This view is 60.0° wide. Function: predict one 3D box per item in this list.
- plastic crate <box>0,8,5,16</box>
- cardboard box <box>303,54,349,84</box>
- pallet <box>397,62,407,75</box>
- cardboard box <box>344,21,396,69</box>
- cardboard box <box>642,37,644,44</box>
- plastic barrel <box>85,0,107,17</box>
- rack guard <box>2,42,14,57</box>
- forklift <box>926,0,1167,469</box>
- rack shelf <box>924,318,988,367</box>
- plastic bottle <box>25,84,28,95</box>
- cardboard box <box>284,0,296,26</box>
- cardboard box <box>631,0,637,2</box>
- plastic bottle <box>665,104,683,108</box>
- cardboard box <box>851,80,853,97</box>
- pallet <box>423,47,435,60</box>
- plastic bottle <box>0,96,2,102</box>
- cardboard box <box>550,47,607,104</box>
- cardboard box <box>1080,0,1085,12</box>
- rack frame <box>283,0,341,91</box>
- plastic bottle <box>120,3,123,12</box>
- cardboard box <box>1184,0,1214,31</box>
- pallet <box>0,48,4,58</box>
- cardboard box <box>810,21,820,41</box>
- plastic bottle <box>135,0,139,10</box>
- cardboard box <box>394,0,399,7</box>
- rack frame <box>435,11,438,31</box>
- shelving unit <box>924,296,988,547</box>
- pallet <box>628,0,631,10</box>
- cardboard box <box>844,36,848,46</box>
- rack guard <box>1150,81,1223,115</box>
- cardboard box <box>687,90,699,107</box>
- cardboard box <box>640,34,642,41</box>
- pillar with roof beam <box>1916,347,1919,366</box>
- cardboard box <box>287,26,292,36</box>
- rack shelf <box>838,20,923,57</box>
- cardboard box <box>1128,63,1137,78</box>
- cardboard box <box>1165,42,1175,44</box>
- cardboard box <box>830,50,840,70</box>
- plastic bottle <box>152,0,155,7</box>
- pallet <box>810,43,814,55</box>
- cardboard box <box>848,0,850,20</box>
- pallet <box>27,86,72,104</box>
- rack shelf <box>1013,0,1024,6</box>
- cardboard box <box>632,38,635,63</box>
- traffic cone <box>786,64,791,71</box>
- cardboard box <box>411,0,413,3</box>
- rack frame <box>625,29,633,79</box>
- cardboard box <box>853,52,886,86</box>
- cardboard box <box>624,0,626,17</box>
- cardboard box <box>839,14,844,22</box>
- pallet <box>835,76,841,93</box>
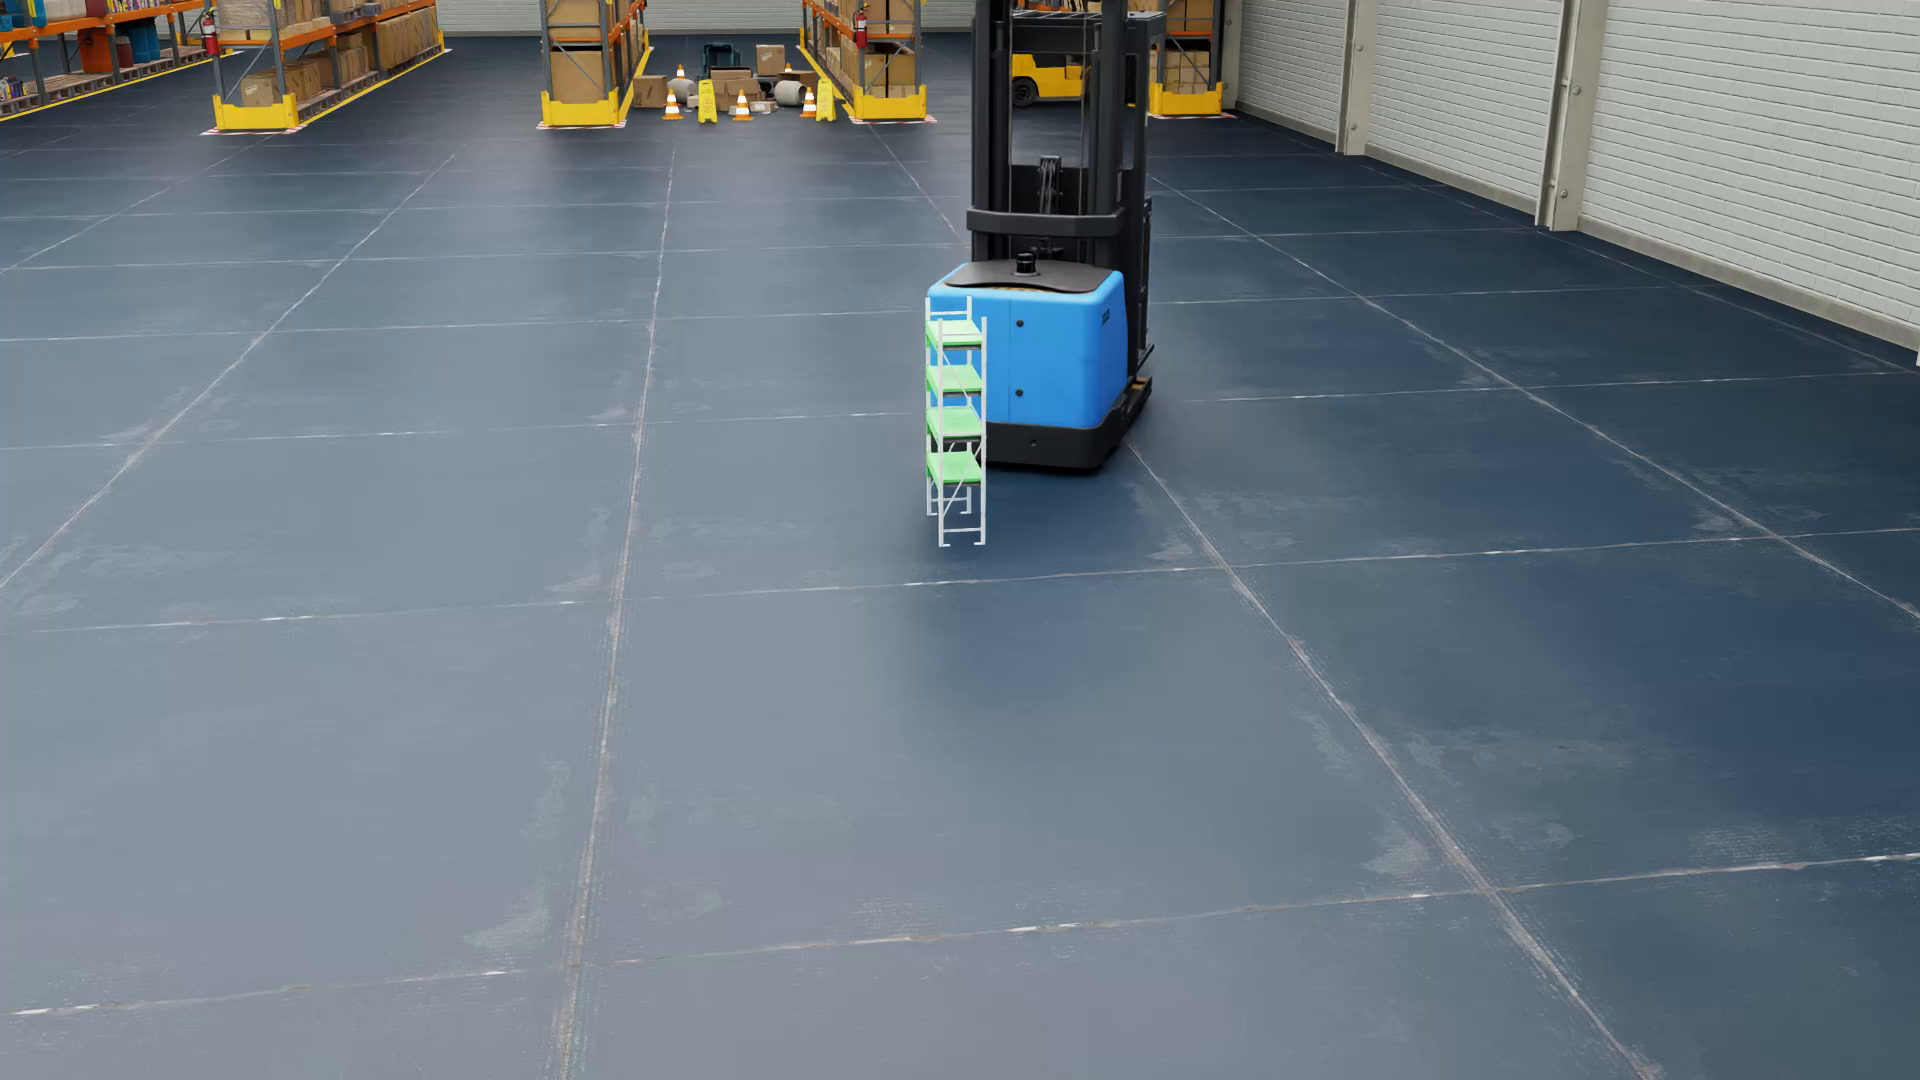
[{"bbox_3d":[-16.469,-8.741,27.920,0.767,0.338,0.504,-3,21,-8],"label":"plastic crate"},{"bbox_3d":[-11.635,-8.622,30.458,0.700,0.500,0.500,-3,21,-8],"label":"cardboard box"},{"bbox_3d":[-12.306,-9.984,35.146,1.003,0.211,1.213,-3,21,-8],"label":"pallet"},{"bbox_3d":[-12.173,-10.034,33.730,1.225,0.875,0.875,-4,21,-10],"label":"cardboard box"},{"bbox_3d":[-7.905,-12.183,40.522,0.380,0.149,0.250,-2,21,-6],"label":"cardboard box"},{"bbox_3d":[-16.629,-10.261,31.707,0.600,0.536,0.708,-3,21,-8],"label":"plastic barrel"},{"bbox_3d":[-23.040,-11.666,39.237,1.175,0.500,0.348,-3,21,-8],"label":"rack guard"},{"bbox_3d":[0.673,-2.269,10.602,1.130,2.935,3.031,5,21,14],"label":"forklift"},{"bbox_3d":[-0.024,-1.009,8.514,0.258,0.148,0.480,-3,21,-8],"label":"rack shelf"},{"bbox_3d":[-16.058,-7.743,28.530,0.097,0.201,0.097,0,20,0],"label":"plastic bottle"},{"bbox_3d":[-11.213,-8.543,26.733,0.875,0.500,0.500,-3,21,-8],"label":"cardboard box"},{"bbox_3d":[-7.465,-12.189,37.424,0.380,0.149,0.250,-2,21,-6],"label":"cardboard box"},{"bbox_3d":[-4.927,-7.494,28.694,0.283,0.061,0.133,-11,23,-26],"label":"plastic bottle"},{"bbox_3d":[-1.584,-7.677,28.313,0.500,0.250,0.500,-3,21,-8],"label":"cardboard box"},{"bbox_3d":[-12.882,-11.361,38.834,1.003,0.211,1.213,-3,21,-8],"label":"pallet"},{"bbox_3d":[-15.888,-7.367,27.425,0.097,0.271,0.097,0,20,0],"label":"plastic bottle"},{"bbox_3d":[-6.181,-7.470,26.867,0.875,0.875,0.875,-3,21,-7],"label":"cardboard box"},{"bbox_3d":[2.668,-10.575,32.958,0.500,0.250,0.500,-2,21,-6],"label":"cardboard box"},{"bbox_3d":[-11.518,-9.207,29.081,1.000,3.000,0.127,-3,21,-8],"label":"rack frame"},{"bbox_3d":[-16.814,-10.663,33.263,0.097,0.201,0.097,0,20,0],"label":"plastic bottle"},{"bbox_3d":[3.980,-8.806,27.864,0.500,0.500,0.500,-2,21,-6],"label":"cardboard box"},{"bbox_3d":[-22.924,-11.255,38.549,1.003,0.211,1.213,-3,21,-8],"label":"pallet"},{"bbox_3d":[-3.247,-12.635,41.320,0.875,0.438,0.875,-4,21,-10],"label":"cardboard box"},{"bbox_3d":[-16.939,-11.047,34.172,0.061,0.283,0.133,-3,21,-8],"label":"plastic bottle"},{"bbox_3d":[-12.186,-11.524,35.140,0.500,0.500,0.500,-3,21,-8],"label":"cardboard box"},{"bbox_3d":[-13.247,-13.362,40.205,1.000,3.000,0.127,-3,21,-8],"label":"rack frame"},{"bbox_3d":[-0.024,-0.619,8.660,0.258,1.200,0.503,-3,21,-8],"label":"shelving unit"},{"bbox_3d":[-7.380,-10.959,34.045,1.213,0.211,1.003,-3,21,-8],"label":"pallet"},{"bbox_3d":[-1.859,-8.829,29.398,0.380,0.149,0.250,-2,21,-6],"label":"cardboard box"},{"bbox_3d":[3.780,-7.394,27.800,1.175,0.500,0.348,-3,21,-8],"label":"rack guard"},{"bbox_3d":[-4.525,-7.639,28.791,0.396,0.266,0.258,1,20,2],"label":"cardboard box"},{"bbox_3d":[-7.716,-11.867,39.252,0.380,0.149,0.250,-3,21,-7],"label":"cardboard box"},{"bbox_3d":[2.903,-5.221,9.835,9.100,9.000,0.400,-3,21,-8],"label":"pillar with roof beam"},{"bbox_3d":[-10.841,-8.076,26.410,0.380,0.149,0.250,-3,21,-8],"label":"cardboard box"},{"bbox_3d":[-1.423,-8.678,28.691,1.077,0.370,4.000,-3,21,-8],"label":"rack shelf"},{"bbox_3d":[3.240,-8.221,29.056,0.500,0.250,0.500,-3,21,-9],"label":"cardboard box"},{"bbox_3d":[3.610,-8.825,29.957,0.500,0.250,0.500,-3,21,-7],"label":"cardboard box"},{"bbox_3d":[-2.102,-9.607,33.305,0.950,0.372,0.625,-3,21,-9],"label":"cardboard box"},{"bbox_3d":[-17.143,-11.423,35.189,0.152,0.276,0.135,-3,21,-8],"label":"plastic bottle"},{"bbox_3d":[-3.076,-11.861,40.172,1.003,0.211,1.213,-3,21,-8],"label":"pallet"},{"bbox_3d":[-1.622,-9.029,28.036,0.500,0.500,0.500,-3,21,-8],"label":"cardboard box"},{"bbox_3d":[-16.570,-7.921,29.623,1.003,0.211,1.213,-3,21,-8],"label":"pallet"},{"bbox_3d":[1.759,-13.084,40.489,1.077,0.370,4.000,-3,21,-8],"label":"rack shelf"},{"bbox_3d":[-7.097,-10.265,34.885,0.500,0.500,0.500,-3,21,-7],"label":"cardboard box"},{"bbox_3d":[-3.275,-8.877,31.823,0.336,0.463,0.334,-3,21,-8],"label":"traffic cone"},{"bbox_3d":[-12.422,-12.070,37.103,0.380,0.149,0.250,-4,21,-10],"label":"cardboard box"},{"bbox_3d":[-7.171,-10.807,33.365,1.000,3.000,0.127,-3,21,-8],"label":"rack frame"},{"bbox_3d":[-1.508,-7.846,27.695,0.500,0.500,0.500,-3,21,-7],"label":"cardboard box"},{"bbox_3d":[-6.620,-10.189,31.566,0.500,0.500,0.500,-3,21,-7],"label":"cardboard box"},{"bbox_3d":[-1.983,-9.464,30.128,0.380,0.149,0.250,-3,21,-8],"label":"cardboard box"},{"bbox_3d":[-1.825,-8.670,31.628,1.003,0.211,1.213,-3,21,-8],"label":"pallet"}]
